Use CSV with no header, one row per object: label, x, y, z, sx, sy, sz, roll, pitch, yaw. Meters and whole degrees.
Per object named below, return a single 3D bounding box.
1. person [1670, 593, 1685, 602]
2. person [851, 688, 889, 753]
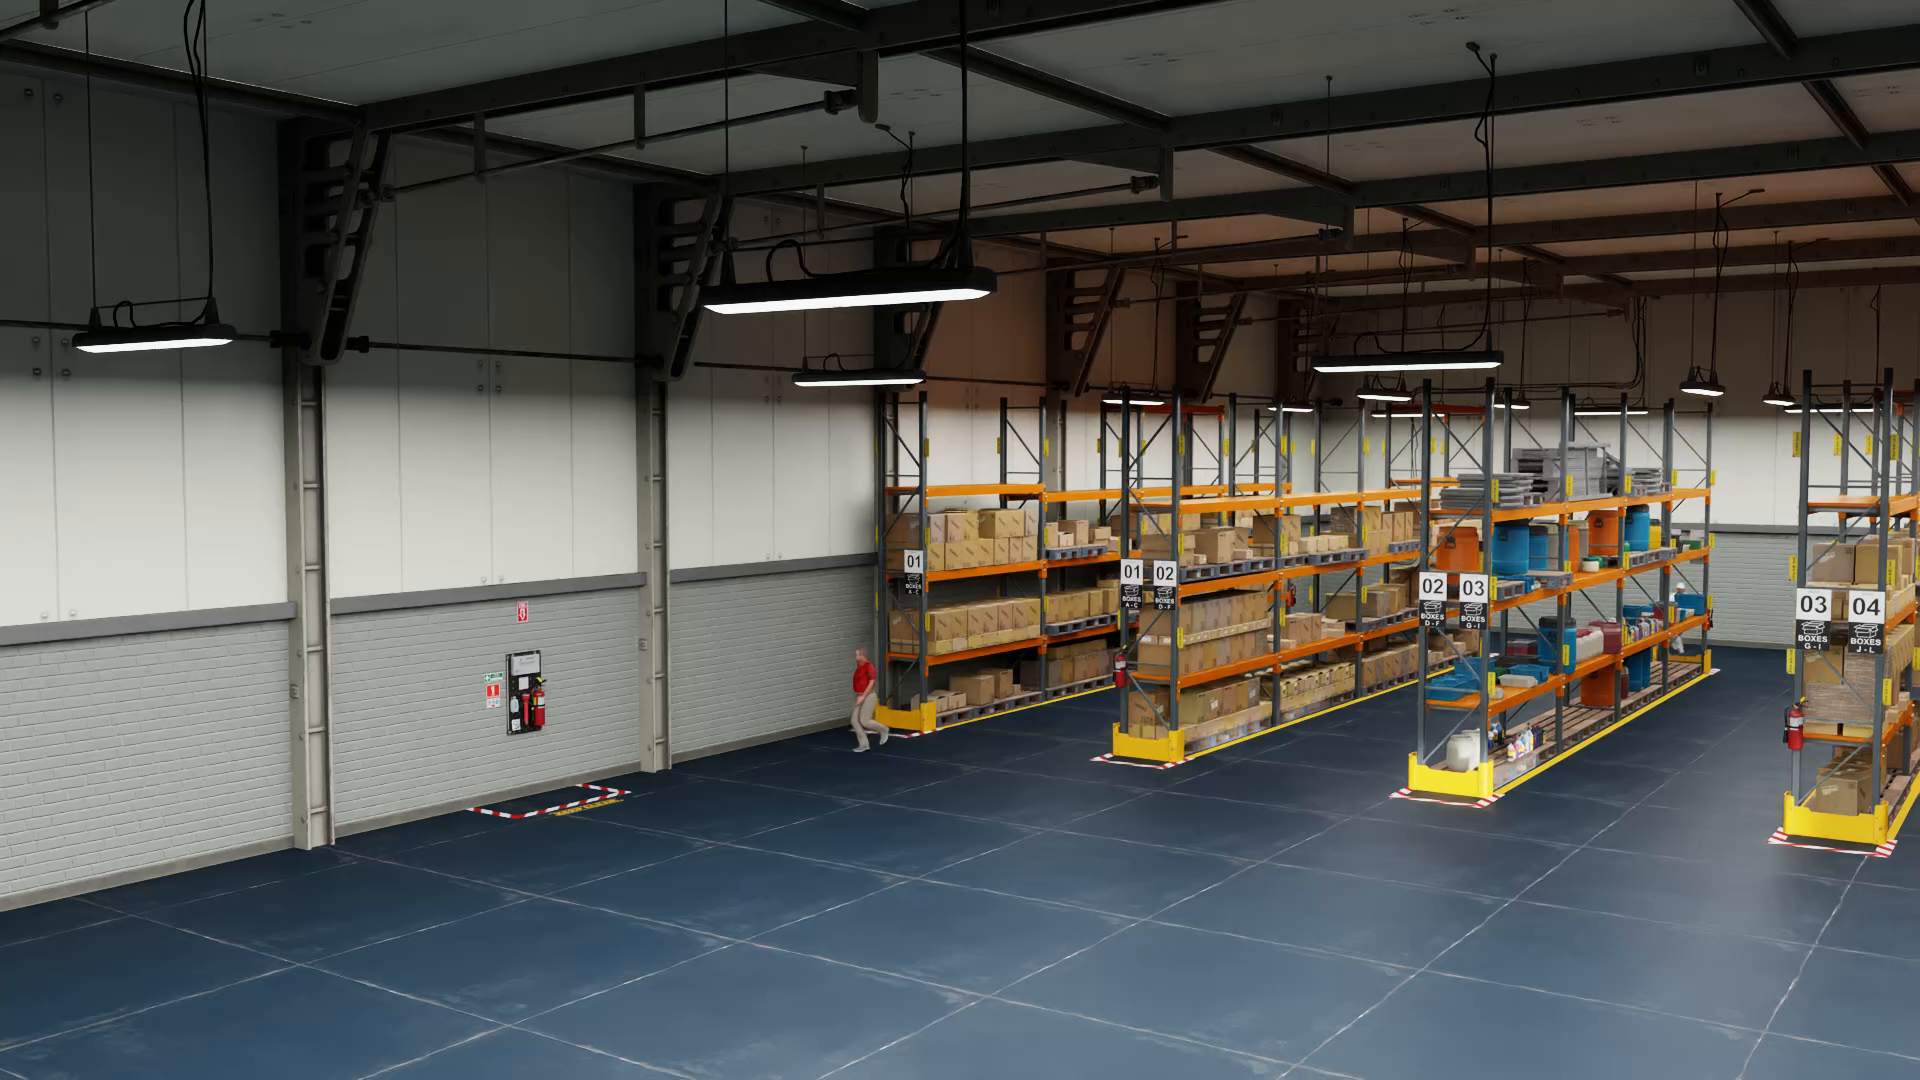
person,17.512,1.612,40.420,0.549,0.670,0.378,0,3,1
person,-1.497,2.967,27.502,0.660,1.038,0.453,-2,4,-29
